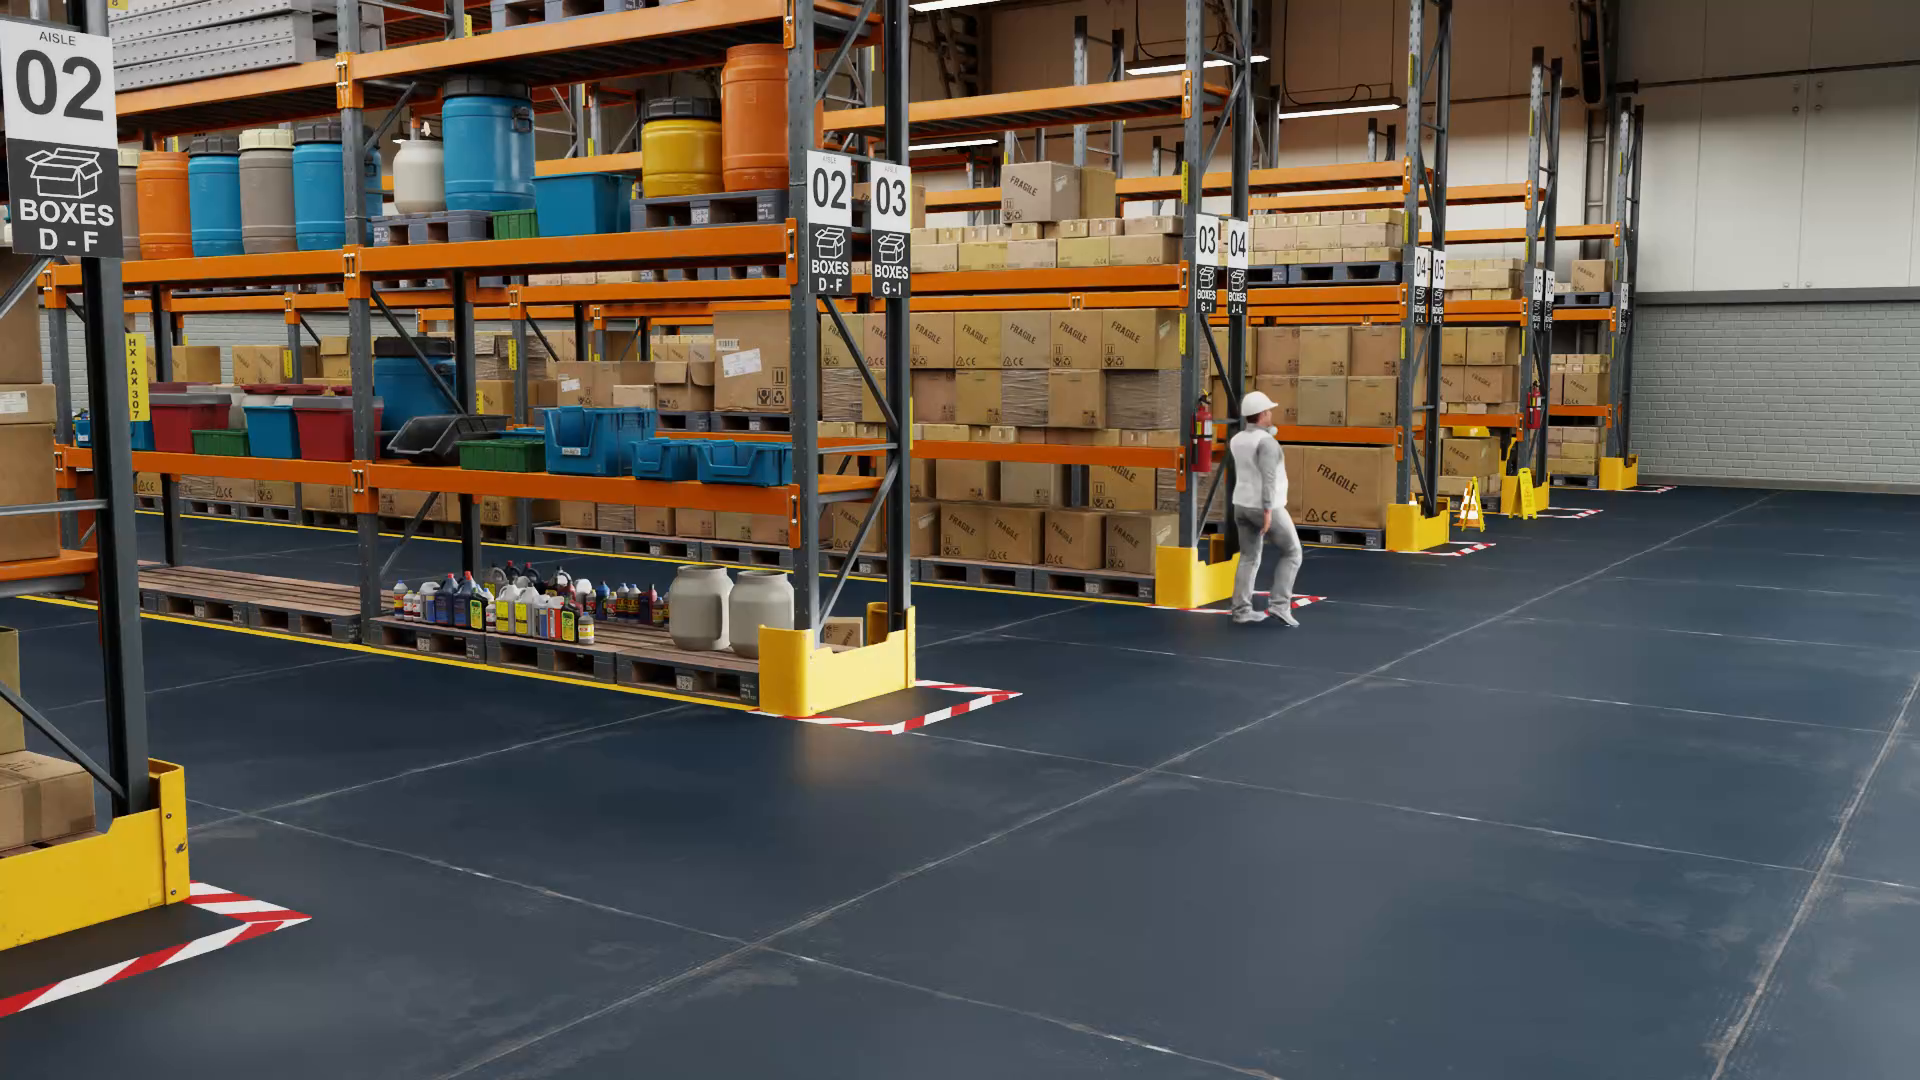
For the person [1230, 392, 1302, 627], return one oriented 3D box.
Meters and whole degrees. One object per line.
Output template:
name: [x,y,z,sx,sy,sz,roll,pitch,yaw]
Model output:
person: [2.311,-0.228,12.710,0.529,1.808,0.542,-4,7,-30]
